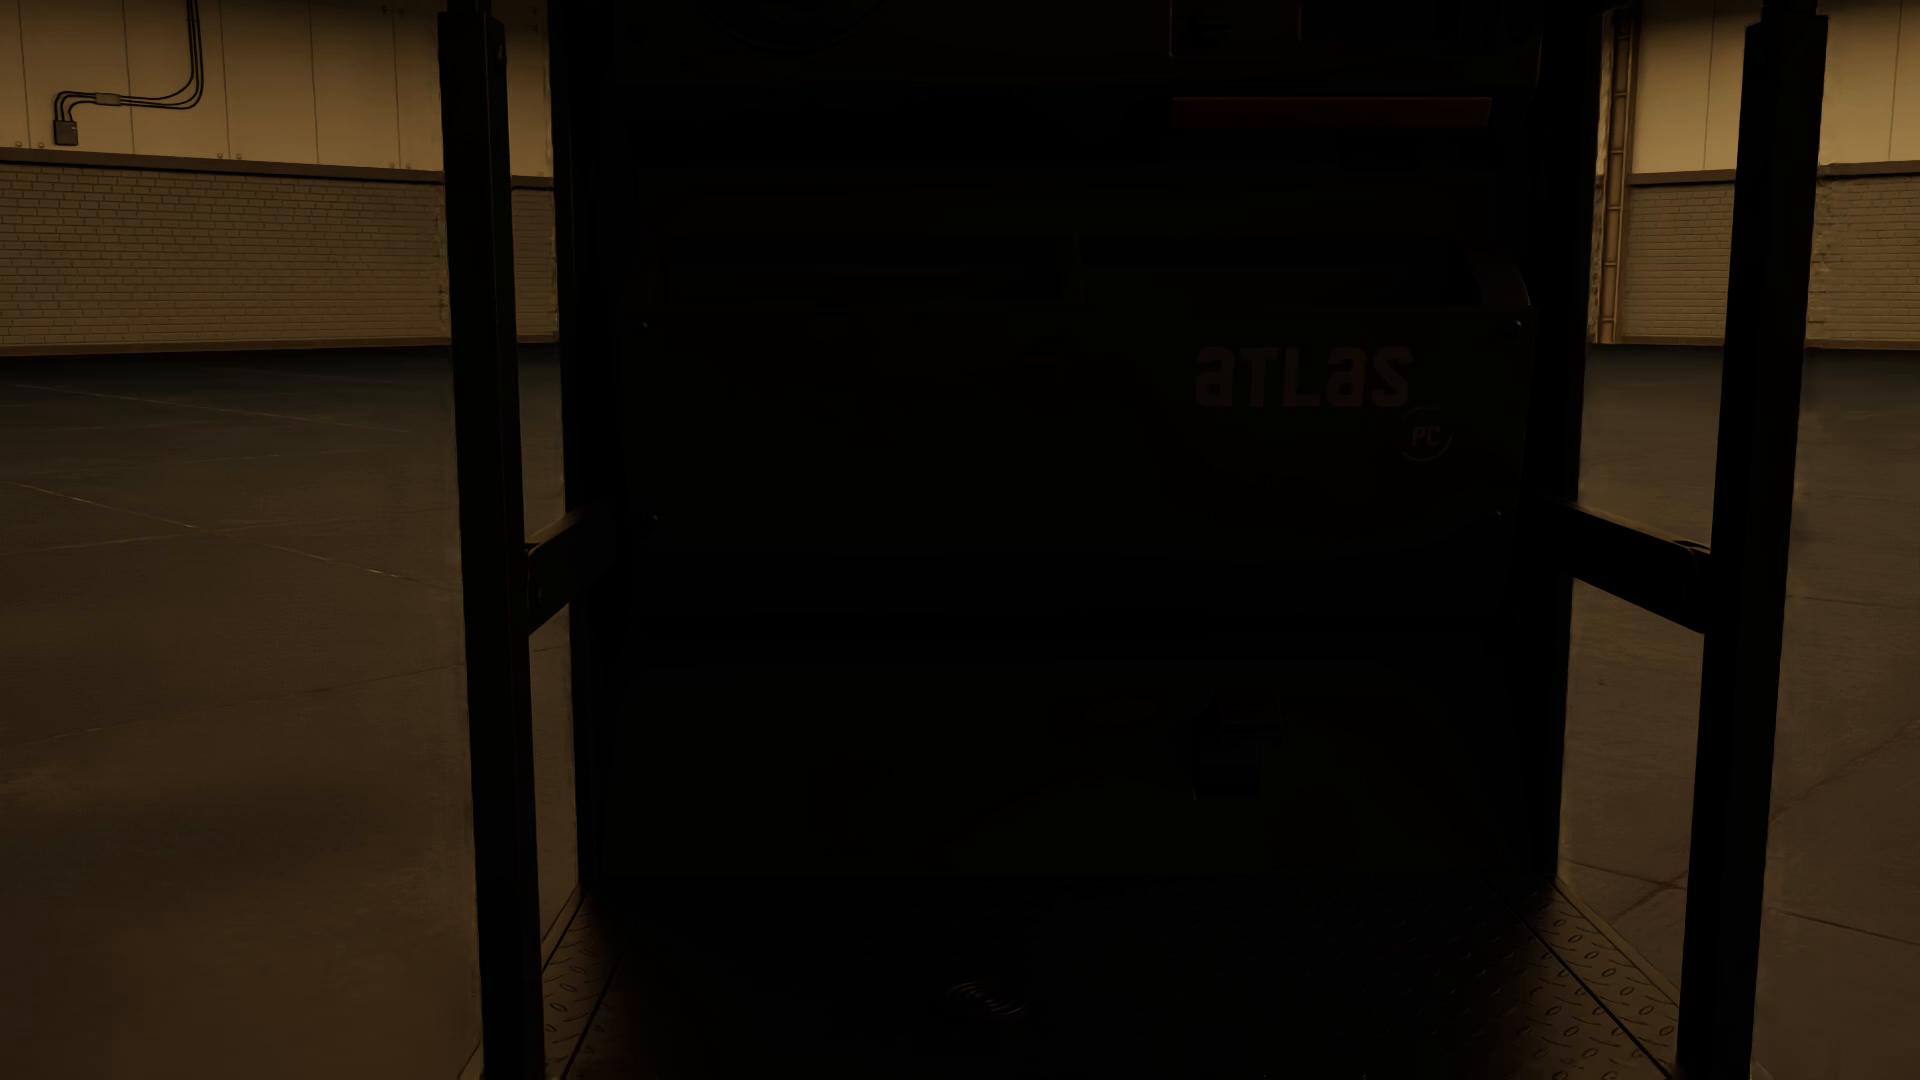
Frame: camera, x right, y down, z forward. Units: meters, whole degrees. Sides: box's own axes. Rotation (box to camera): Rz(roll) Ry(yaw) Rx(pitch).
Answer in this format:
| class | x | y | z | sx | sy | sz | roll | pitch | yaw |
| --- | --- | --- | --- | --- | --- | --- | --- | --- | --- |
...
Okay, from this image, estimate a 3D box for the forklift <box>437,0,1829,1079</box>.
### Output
| class | x | y | z | sx | sy | sz | roll | pitch | yaw |
| --- | --- | --- | --- | --- | --- | --- | --- | --- | --- |
| forklift | 0.125 | -0.692 | 1.470 | 1.130 | 2.935 | 3.031 | 0 | 9 | -1 |
